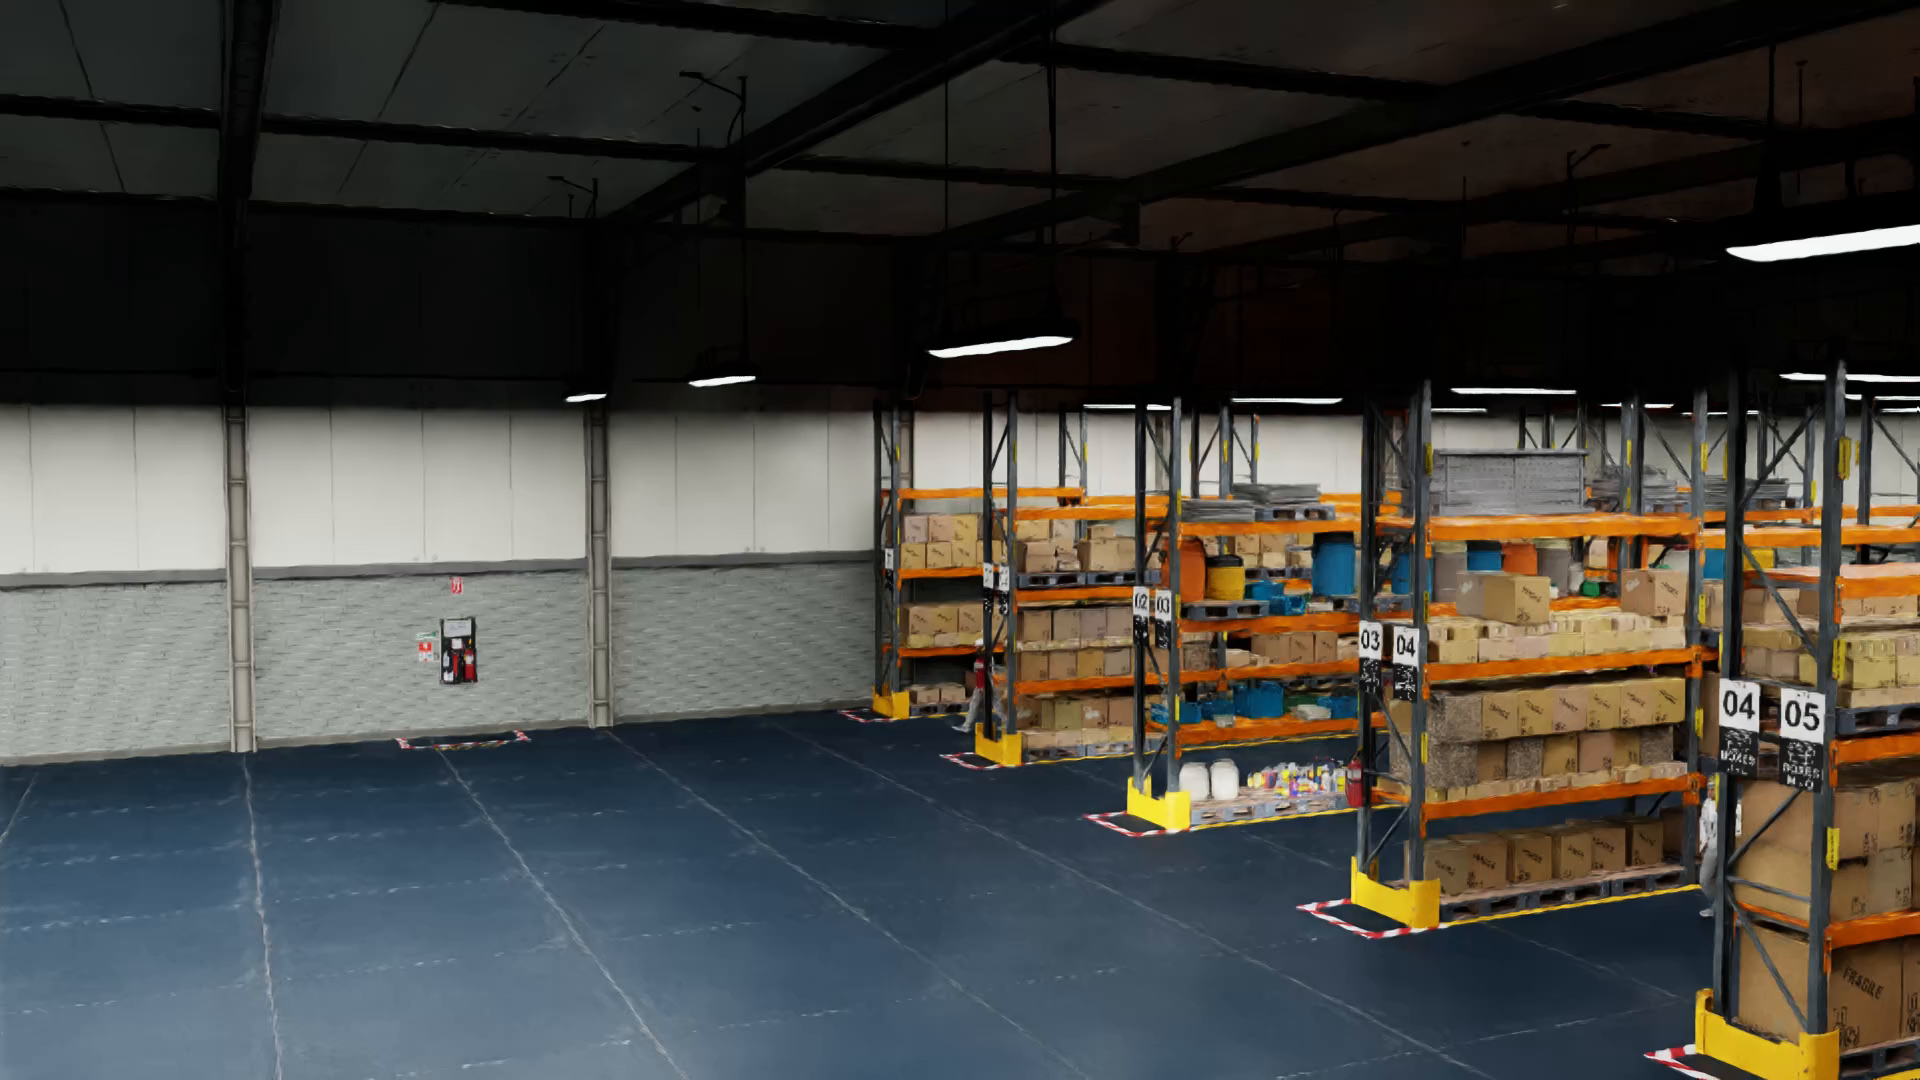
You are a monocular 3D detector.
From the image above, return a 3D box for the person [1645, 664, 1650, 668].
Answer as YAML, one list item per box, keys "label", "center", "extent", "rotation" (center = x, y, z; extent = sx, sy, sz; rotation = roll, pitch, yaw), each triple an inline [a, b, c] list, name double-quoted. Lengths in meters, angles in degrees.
- label: "person"
  center: [14.746, 2.300, 35.245]
  extent: [0.503, 1.599, 0.424]
  rotation: [-3, 4, -40]

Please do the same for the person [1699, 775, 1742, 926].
- label: "person"
  center: [8.187, 3.314, 17.886]
  extent: [0.506, 1.632, 0.599]
  rotation: [-2, 4, -26]

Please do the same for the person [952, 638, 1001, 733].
- label: "person"
  center: [0.415, 2.589, 29.575]
  extent: [1.084, 1.707, 0.583]
  rotation: [-2, 4, -26]
